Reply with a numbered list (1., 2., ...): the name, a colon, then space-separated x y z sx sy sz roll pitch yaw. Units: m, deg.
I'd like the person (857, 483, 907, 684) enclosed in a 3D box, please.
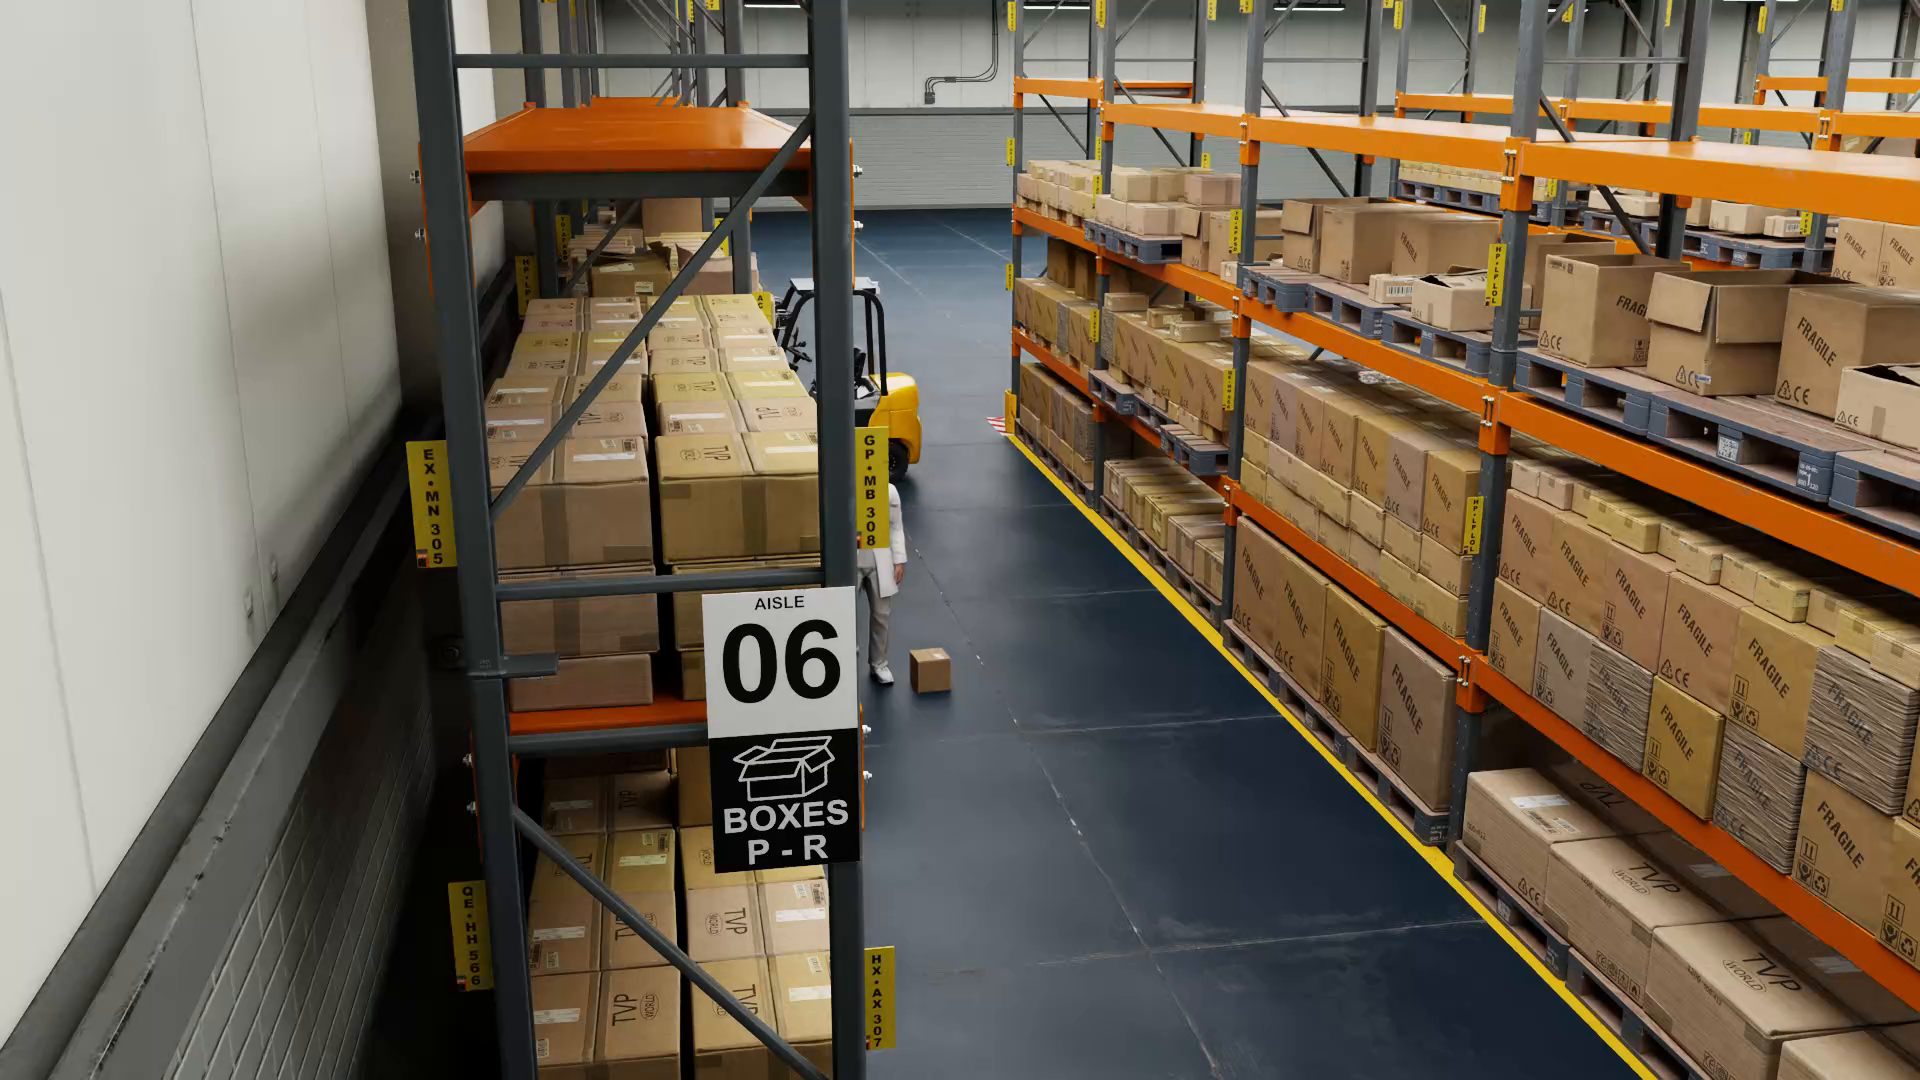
1. person: -0.708 0.196 12.385 0.646 1.772 0.428 -4 17 -13
